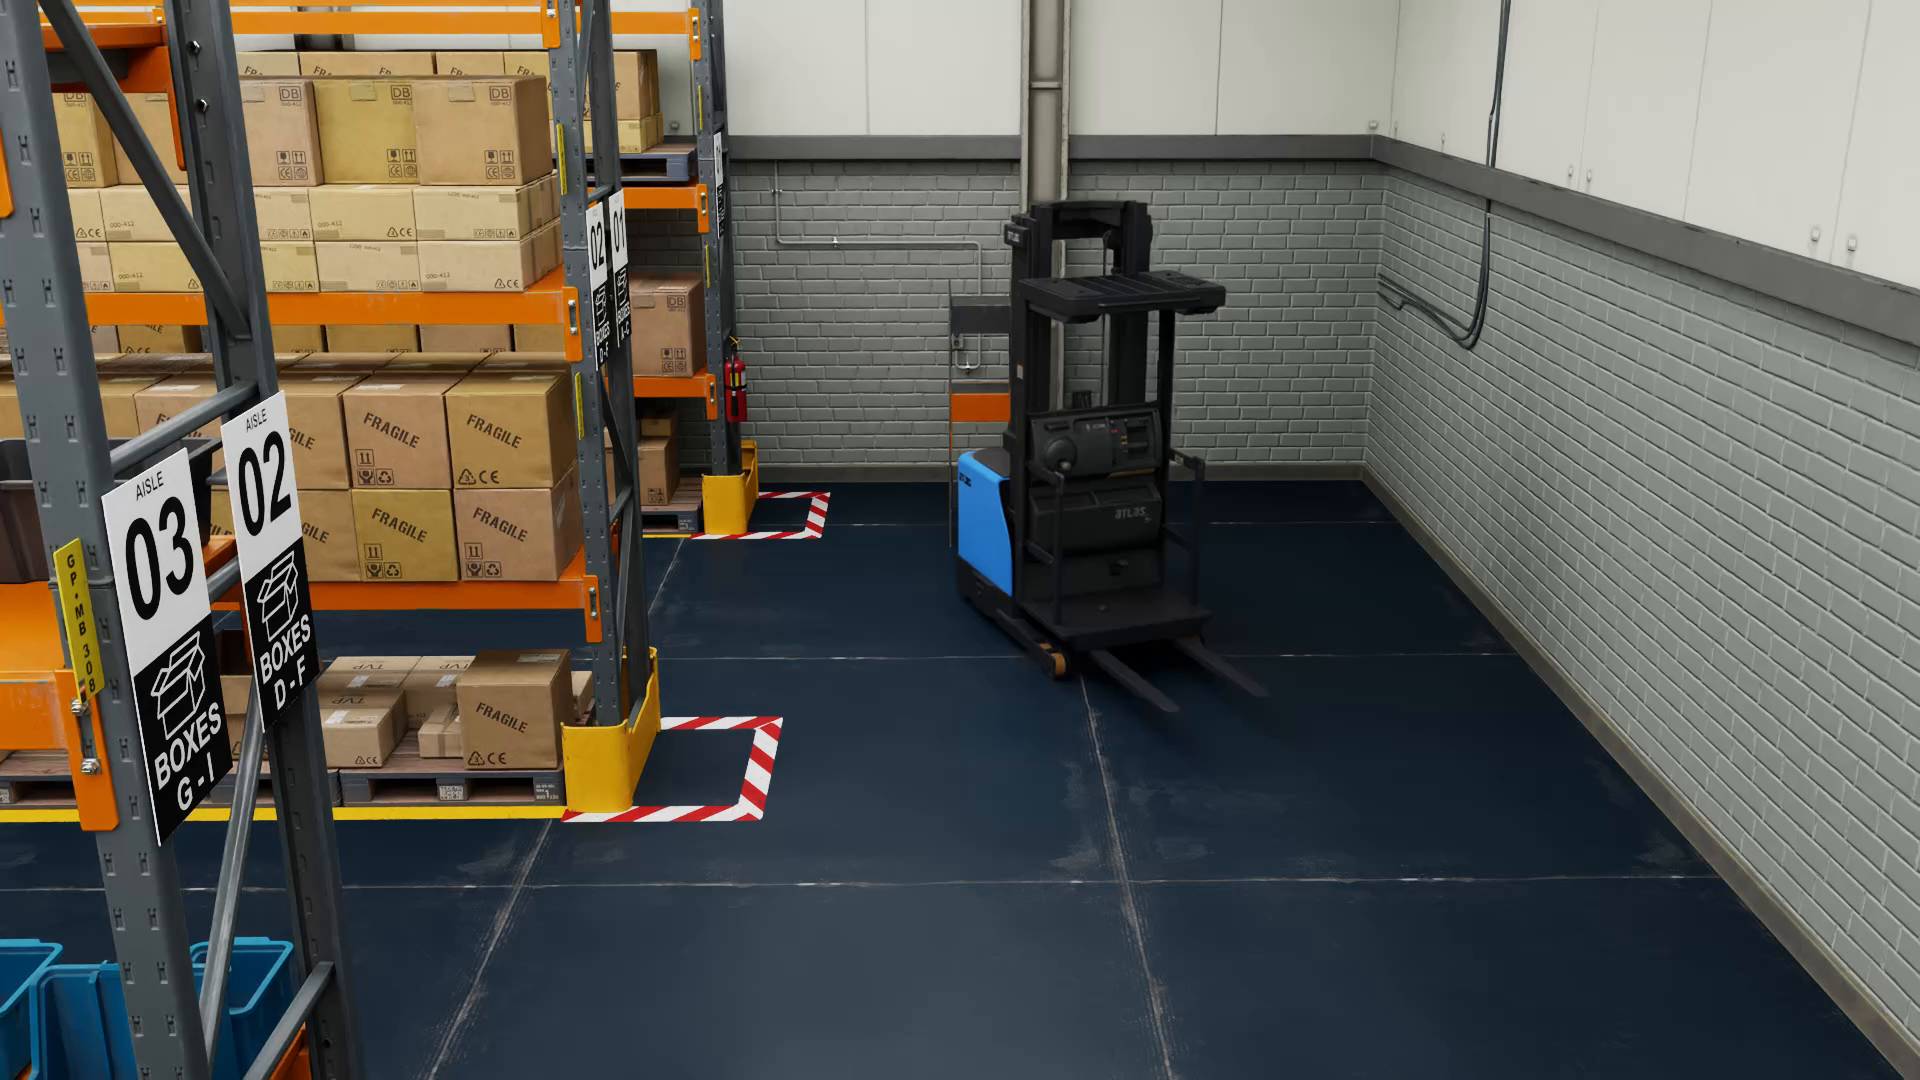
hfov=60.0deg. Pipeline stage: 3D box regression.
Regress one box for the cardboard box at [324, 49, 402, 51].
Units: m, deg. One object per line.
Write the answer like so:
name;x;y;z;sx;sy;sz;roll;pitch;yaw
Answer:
cardboard box;-4.759;-3.669;13.330;0.500;0.500;0.500;-1;18;-3

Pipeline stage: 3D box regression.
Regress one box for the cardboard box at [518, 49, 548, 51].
cardboard box;-3.233;-3.681;13.367;0.500;0.500;0.500;-1;18;-2

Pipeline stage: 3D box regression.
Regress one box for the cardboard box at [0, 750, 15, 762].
cardboard box;-5.465;1.018;9.146;0.500;0.311;0.500;0;18;-1

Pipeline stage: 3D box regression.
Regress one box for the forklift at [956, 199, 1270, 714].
forklift;0.983;-0.645;10.759;1.130;2.935;3.031;-7;19;-20

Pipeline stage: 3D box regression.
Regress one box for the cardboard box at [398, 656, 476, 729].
cardboard box;-2.937;0.882;9.669;0.500;0.250;0.500;0;18;-1

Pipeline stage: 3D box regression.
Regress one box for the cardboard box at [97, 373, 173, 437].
cardboard box;-4.383;-0.562;8.589;0.500;0.500;0.500;-1;18;-2

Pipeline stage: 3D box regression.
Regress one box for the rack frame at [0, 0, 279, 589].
rack frame;-1.814;-1.480;3.430;0.127;3.000;1.000;0;18;-1

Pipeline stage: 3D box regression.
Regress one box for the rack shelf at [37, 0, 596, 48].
rack shelf;-3.888;-2.639;8.226;4.000;0.370;1.077;0;18;-1

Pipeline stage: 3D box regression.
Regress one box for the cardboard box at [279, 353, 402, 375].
cardboard box;-3.359;-0.733;9.121;0.500;0.500;0.500;0;18;0

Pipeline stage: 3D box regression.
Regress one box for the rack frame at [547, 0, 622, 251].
rack frame;-1.889;-2.993;8.146;0.127;3.000;1.000;0;18;-1

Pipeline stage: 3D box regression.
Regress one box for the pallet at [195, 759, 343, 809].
pallet;-3.979;1.201;9.458;1.213;0.211;1.003;0;18;-1

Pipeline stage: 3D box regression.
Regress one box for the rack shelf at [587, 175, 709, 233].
rack shelf;-3.970;-2.725;13.400;4.000;0.370;1.077;0;18;-1

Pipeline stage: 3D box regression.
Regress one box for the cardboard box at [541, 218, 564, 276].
cardboard box;-2.406;-1.568;8.861;0.500;0.250;0.500;0;18;-1

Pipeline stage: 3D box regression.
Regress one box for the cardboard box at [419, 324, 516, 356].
cardboard box;-3.970;-1.779;13.691;0.700;0.700;0.980;-1;18;-4

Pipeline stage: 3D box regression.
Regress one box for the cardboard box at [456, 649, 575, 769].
cardboard box;-2.428;0.922;9.134;0.500;0.500;0.500;0;18;-1

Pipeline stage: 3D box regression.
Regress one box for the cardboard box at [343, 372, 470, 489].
cardboard box;-2.834;-0.571;8.617;0.500;0.500;0.500;0;18;1

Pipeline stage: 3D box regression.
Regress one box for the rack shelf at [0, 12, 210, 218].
rack shelf;-3.814;-0.937;3.570;4.000;0.370;1.077;0;18;-1

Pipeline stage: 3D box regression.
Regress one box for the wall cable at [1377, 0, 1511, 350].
wall cable;3.690;-2.945;13.081;0.112;2.526;3.097;0;18;-1

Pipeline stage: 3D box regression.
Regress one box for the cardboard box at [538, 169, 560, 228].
cardboard box;-2.406;-1.808;8.790;0.500;0.250;0.500;0;18;-1

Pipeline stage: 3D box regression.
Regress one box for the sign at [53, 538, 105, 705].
sign;-1.789;0.166;3.380;0.005;0.325;0.100;0;18;-1

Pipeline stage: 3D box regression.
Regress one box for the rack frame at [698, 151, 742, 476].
rack frame;-1.971;-1.649;13.778;0.127;3.000;1.000;0;18;-1

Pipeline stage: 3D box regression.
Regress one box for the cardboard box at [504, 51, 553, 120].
cardboard box;-3.199;-3.525;12.881;0.500;0.500;0.500;0;18;1

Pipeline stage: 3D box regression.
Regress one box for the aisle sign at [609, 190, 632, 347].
aisle sign;-1.825;-1.464;8.946;0.004;0.787;0.394;0;18;-1

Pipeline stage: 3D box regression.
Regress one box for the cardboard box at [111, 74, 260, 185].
cardboard box;-3.903;-2.095;8.458;0.500;0.500;0.700;0;18;-1

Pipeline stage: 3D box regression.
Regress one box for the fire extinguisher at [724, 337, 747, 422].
fire extinguisher;-1.812;-1.295;13.410;0.183;0.674;0.296;0;18;-1

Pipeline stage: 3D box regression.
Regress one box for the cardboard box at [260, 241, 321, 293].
cardboard box;-3.398;-1.405;8.351;0.500;0.250;0.500;0;18;-1

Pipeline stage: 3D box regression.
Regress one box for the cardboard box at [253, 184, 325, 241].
cardboard box;-3.398;-1.647;8.288;0.500;0.250;0.500;0;18;-1

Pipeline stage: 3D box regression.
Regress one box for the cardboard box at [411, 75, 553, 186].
cardboard box;-2.402;-2.081;8.413;0.500;0.500;0.700;0;18;-1

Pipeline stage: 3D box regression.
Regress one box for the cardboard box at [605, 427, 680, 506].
cardboard box;-2.669;-0.625;13.990;0.500;0.500;0.700;0;18;-1

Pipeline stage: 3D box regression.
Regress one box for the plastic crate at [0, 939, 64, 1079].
plastic crate;-2.725;1.331;4.662;0.300;0.233;0.416;0;18;-1

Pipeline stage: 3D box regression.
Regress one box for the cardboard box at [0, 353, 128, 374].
cardboard box;-4.874;-0.726;9.098;0.500;0.500;0.500;-1;18;-2

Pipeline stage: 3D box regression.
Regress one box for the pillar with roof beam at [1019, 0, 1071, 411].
pillar with roof beam;0.783;-3.468;9.627;0.400;9.000;9.100;0;18;-1

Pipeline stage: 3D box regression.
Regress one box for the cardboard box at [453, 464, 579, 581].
cardboard box;-2.332;-0.099;8.781;0.500;0.500;0.500;0;18;1

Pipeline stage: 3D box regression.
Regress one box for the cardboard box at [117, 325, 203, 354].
cardboard box;-6.428;-1.750;13.407;0.500;0.500;0.500;-1;18;-2

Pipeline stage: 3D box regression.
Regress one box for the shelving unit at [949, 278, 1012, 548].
shelving unit;0.165;-1.001;13.229;0.503;2.100;0.431;0;18;-1

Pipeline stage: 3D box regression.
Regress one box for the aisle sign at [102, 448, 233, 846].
aisle sign;-1.738;0.228;3.671;0.004;0.787;0.394;0;18;-1

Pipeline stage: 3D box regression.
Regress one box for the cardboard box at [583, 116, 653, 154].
cardboard box;-2.699;-3.169;13.000;0.500;0.250;0.500;0;18;1

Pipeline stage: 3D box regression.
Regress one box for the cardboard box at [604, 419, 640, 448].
cardboard box;-2.794;-0.878;13.716;0.250;0.149;0.380;0;18;-2

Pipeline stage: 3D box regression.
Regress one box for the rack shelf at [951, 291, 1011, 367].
rack shelf;0.165;-1.654;13.020;0.480;0.518;0.431;0;18;-1

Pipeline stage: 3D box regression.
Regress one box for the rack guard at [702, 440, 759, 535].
rack guard;-1.947;-0.459;14.160;0.348;0.500;1.175;0;18;-1

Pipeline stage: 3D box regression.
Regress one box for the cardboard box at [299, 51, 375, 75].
cardboard box;-4.739;-3.514;12.846;0.500;0.500;0.500;-1;18;-2

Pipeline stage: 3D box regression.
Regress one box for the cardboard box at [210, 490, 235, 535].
cardboard box;-3.854;-0.092;8.760;0.500;0.500;0.500;-1;18;-2
